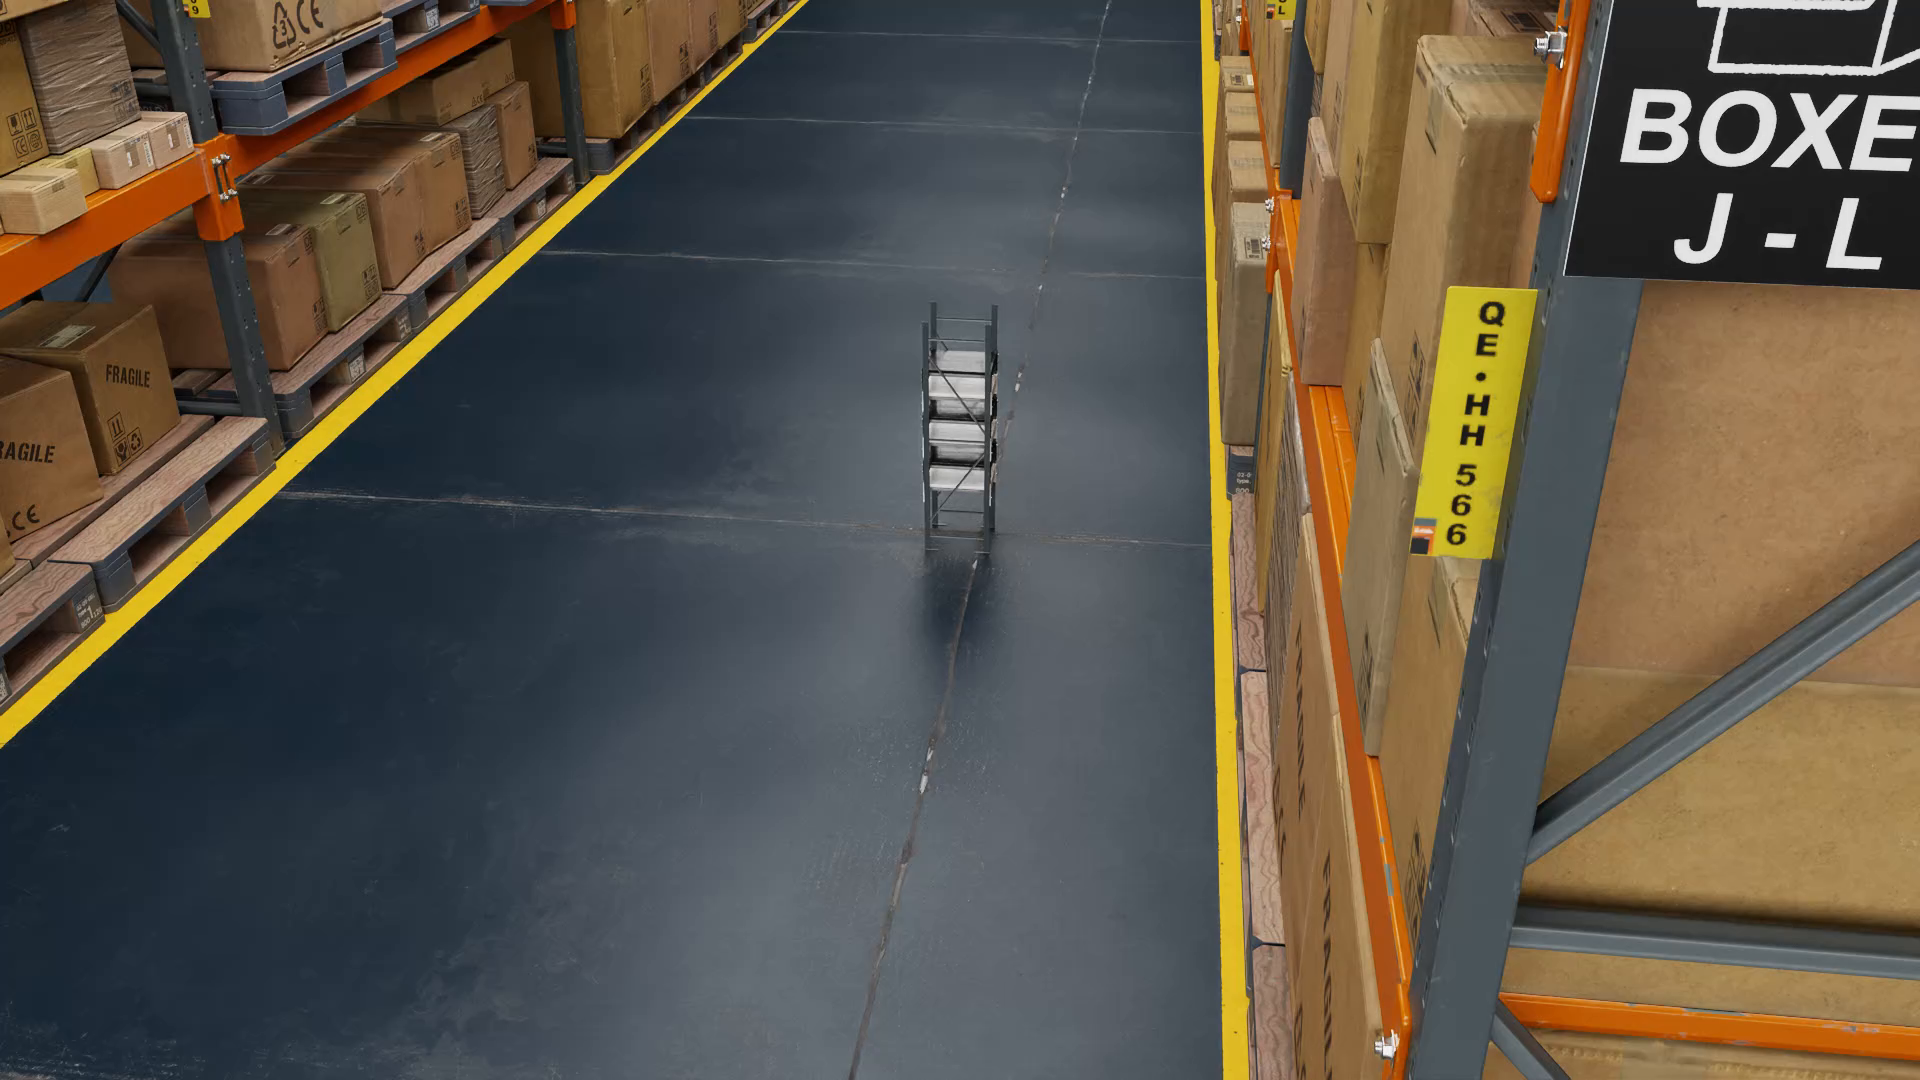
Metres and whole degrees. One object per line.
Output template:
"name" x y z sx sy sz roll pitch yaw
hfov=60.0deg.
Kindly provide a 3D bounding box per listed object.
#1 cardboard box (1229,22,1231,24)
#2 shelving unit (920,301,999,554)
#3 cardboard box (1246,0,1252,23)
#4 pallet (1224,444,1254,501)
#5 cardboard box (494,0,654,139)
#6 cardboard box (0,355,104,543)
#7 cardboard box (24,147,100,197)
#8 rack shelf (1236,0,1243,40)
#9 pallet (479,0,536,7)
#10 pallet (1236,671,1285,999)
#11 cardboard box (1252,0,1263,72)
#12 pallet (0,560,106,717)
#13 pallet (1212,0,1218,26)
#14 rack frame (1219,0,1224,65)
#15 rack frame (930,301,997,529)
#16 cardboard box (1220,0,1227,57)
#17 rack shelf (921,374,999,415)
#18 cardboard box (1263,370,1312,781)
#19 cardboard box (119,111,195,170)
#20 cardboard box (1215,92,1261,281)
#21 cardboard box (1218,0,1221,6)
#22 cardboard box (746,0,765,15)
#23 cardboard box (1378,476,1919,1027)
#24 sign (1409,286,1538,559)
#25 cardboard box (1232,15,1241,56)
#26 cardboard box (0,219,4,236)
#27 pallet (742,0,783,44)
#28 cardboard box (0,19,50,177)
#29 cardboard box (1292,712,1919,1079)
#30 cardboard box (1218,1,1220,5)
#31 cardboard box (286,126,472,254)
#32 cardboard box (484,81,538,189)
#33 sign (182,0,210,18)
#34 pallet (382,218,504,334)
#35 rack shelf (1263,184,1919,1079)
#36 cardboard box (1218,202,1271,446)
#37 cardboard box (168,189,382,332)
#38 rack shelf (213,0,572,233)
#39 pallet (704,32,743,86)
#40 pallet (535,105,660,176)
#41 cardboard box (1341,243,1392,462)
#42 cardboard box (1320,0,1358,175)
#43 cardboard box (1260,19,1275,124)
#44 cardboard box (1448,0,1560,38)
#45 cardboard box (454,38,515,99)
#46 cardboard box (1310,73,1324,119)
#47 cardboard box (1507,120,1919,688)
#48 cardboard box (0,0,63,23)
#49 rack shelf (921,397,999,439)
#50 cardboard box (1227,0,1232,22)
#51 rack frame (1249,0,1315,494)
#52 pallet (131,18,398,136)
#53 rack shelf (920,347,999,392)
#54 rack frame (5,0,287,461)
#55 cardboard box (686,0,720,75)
"cardboard box" 2.110 -3.376 11.547 0.500 0.500 0.500 4 29 7
"shelving unit" 0.001 -0.400 6.044 0.258 0.900 0.210 3 28 6
"cardboard box" 1.705 -2.847 8.266 0.500 0.500 0.500 3 28 6
"pallet" 1.618 -0.495 6.946 1.003 0.211 1.213 3 28 6
"cardboard box" -2.717 -3.147 10.726 1.225 0.875 0.875 2 28 4
"cardboard box" -3.464 -0.319 5.873 0.500 0.500 0.500 13 31 22
"cardboard box" -3.177 -1.231 5.637 0.380 0.149 0.250 3 28 6
"rack shelf" 2.333 -3.863 11.016 1.077 0.370 4.000 3 28 6
"pallet" -2.804 -3.148 9.132 1.213 0.211 1.003 3 28 6
"pallet" 1.280 0.802 4.539 1.003 0.211 1.213 3 28 6
"cardboard box" 1.580 -2.375 7.391 0.500 0.500 0.500 3 28 6
"pallet" -3.507 0.431 5.228 1.003 0.211 1.213 3 28 6
"pallet" 2.772 -4.787 14.914 1.003 0.211 1.213 3 28 6
"rack frame" 2.578 -5.121 12.593 1.000 3.000 0.127 3 28 6
"rack frame" 0.013 -0.448 6.132 0.240 0.900 0.006 3 28 6
"cardboard box" 2.224 -3.873 12.469 0.500 0.500 0.500 4 29 8
"rack shelf" 0.001 -0.529 5.974 0.258 0.077 0.200 3 28 6
"cardboard box" 1.345 0.112 4.677 0.875 0.875 0.875 4 29 7
"cardboard box" -3.047 -1.462 6.066 0.380 0.149 0.250 3 28 6
"cardboard box" 1.820 -1.739 8.245 1.050 0.750 0.750 4 29 7
"cardboard box" 2.322 -4.476 13.646 0.380 0.149 0.250 2 28 4
"cardboard box" -2.172 -5.012 14.188 0.875 0.875 0.875 3 28 6
"cardboard box" 1.108 0.284 2.401 0.875 0.550 0.550 3 28 6
"sign" 0.571 -0.124 1.848 0.100 0.325 0.005 3 28 6
"cardboard box" 1.911 -2.990 10.039 0.500 0.250 0.500 3 28 5
"cardboard box" -3.259 -0.997 5.202 0.380 0.149 0.250 3 28 6
"pallet" -2.161 -4.582 14.533 1.003 0.211 1.213 3 28 6
"cardboard box" -3.525 -1.424 5.312 0.875 0.500 0.500 3 28 6
"cardboard box" 1.125 0.955 3.112 0.875 0.875 0.875 4 29 6
"cardboard box" 2.371 -4.501 14.005 0.380 0.149 0.250 2 28 5
"cardboard box" -3.002 -1.821 8.640 0.700 0.500 0.500 6 29 10
"cardboard box" -2.885 -2.351 9.622 0.700 0.500 0.500 2 28 4
"sign" -2.773 -2.044 5.969 0.100 0.325 0.005 3 28 6
"pallet" -3.072 -1.406 8.637 1.003 0.211 1.213 3 28 6
"rack shelf" 1.353 -0.097 4.026 1.077 0.370 4.000 3 28 6
"cardboard box" 1.585 -0.847 6.589 1.050 0.750 0.750 3 28 6
"cardboard box" -3.139 -1.295 7.664 0.700 0.500 0.500 3 28 6
"rack shelf" -3.067 -2.316 8.144 1.077 0.370 4.000 3 28 6
"pallet" -2.352 -3.861 13.195 1.003 0.211 1.213 3 28 6
"pallet" -2.651 -2.713 11.063 1.003 0.211 1.213 3 28 6
"cardboard box" 1.371 -0.484 3.828 0.875 0.550 0.500 3 28 6
"cardboard box" 1.364 -1.213 4.042 0.875 0.550 0.550 3 28 6
"cardboard box" 1.458 -1.898 6.505 0.500 0.500 0.500 3 28 6
"cardboard box" 1.371 -0.706 3.101 0.875 0.550 0.550 3 28 6
"cardboard box" -2.875 -2.680 9.443 0.500 0.250 0.500 4 29 8
"cardboard box" 1.564 -1.247 5.244 0.875 0.550 0.550 3 28 6
"cardboard box" 1.192 -0.186 2.136 0.875 0.550 0.550 3 28 6
"cardboard box" -3.154 -1.843 5.035 0.500 0.500 0.500 3 28 6
"rack shelf" 0.001 -0.450 6.017 0.258 0.077 0.200 3 28 6
"cardboard box" 2.096 -3.712 11.380 0.500 0.250 0.500 4 29 8
"rack frame" 1.598 -1.355 5.603 1.000 3.000 0.127 3 28 6
"pallet" -3.074 -1.958 6.924 1.003 0.211 1.213 3 28 6
"rack shelf" 0.001 -0.608 5.931 0.258 0.077 0.200 3 28 6
"rack frame" -3.312 -1.691 6.226 1.000 3.000 0.127 3 28 6
"cardboard box" -2.499 -3.983 12.278 1.225 0.875 0.875 2 28 4
